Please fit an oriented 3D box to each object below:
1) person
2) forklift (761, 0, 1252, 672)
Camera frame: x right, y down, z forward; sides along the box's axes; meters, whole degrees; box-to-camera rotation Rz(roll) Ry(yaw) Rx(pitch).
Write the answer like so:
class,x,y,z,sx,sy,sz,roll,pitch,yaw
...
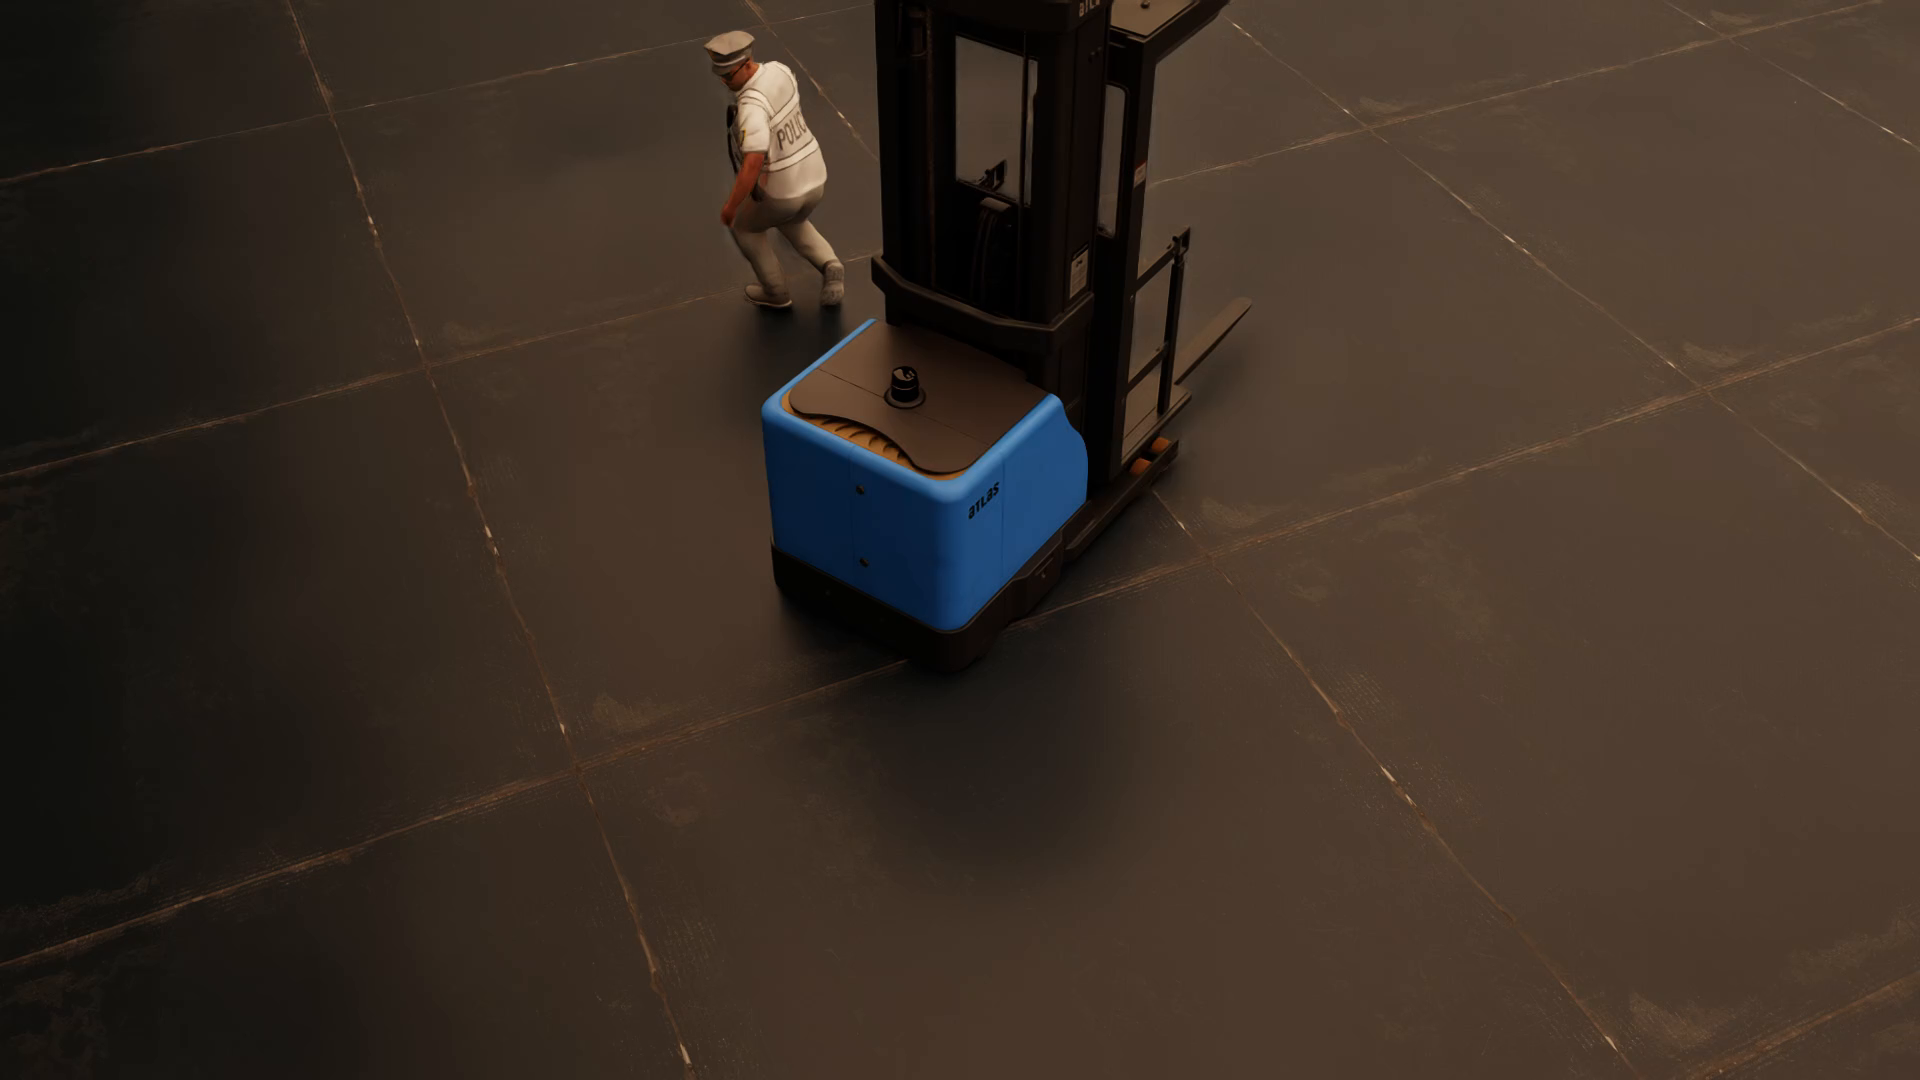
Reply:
class,x,y,z,sx,sy,sz,roll,pitch,yaw
person,-0.934,-1.919,8.781,0.650,1.546,0.831,26,49,25
forklift,0.416,-1.476,7.261,1.130,2.935,3.031,26,49,25
